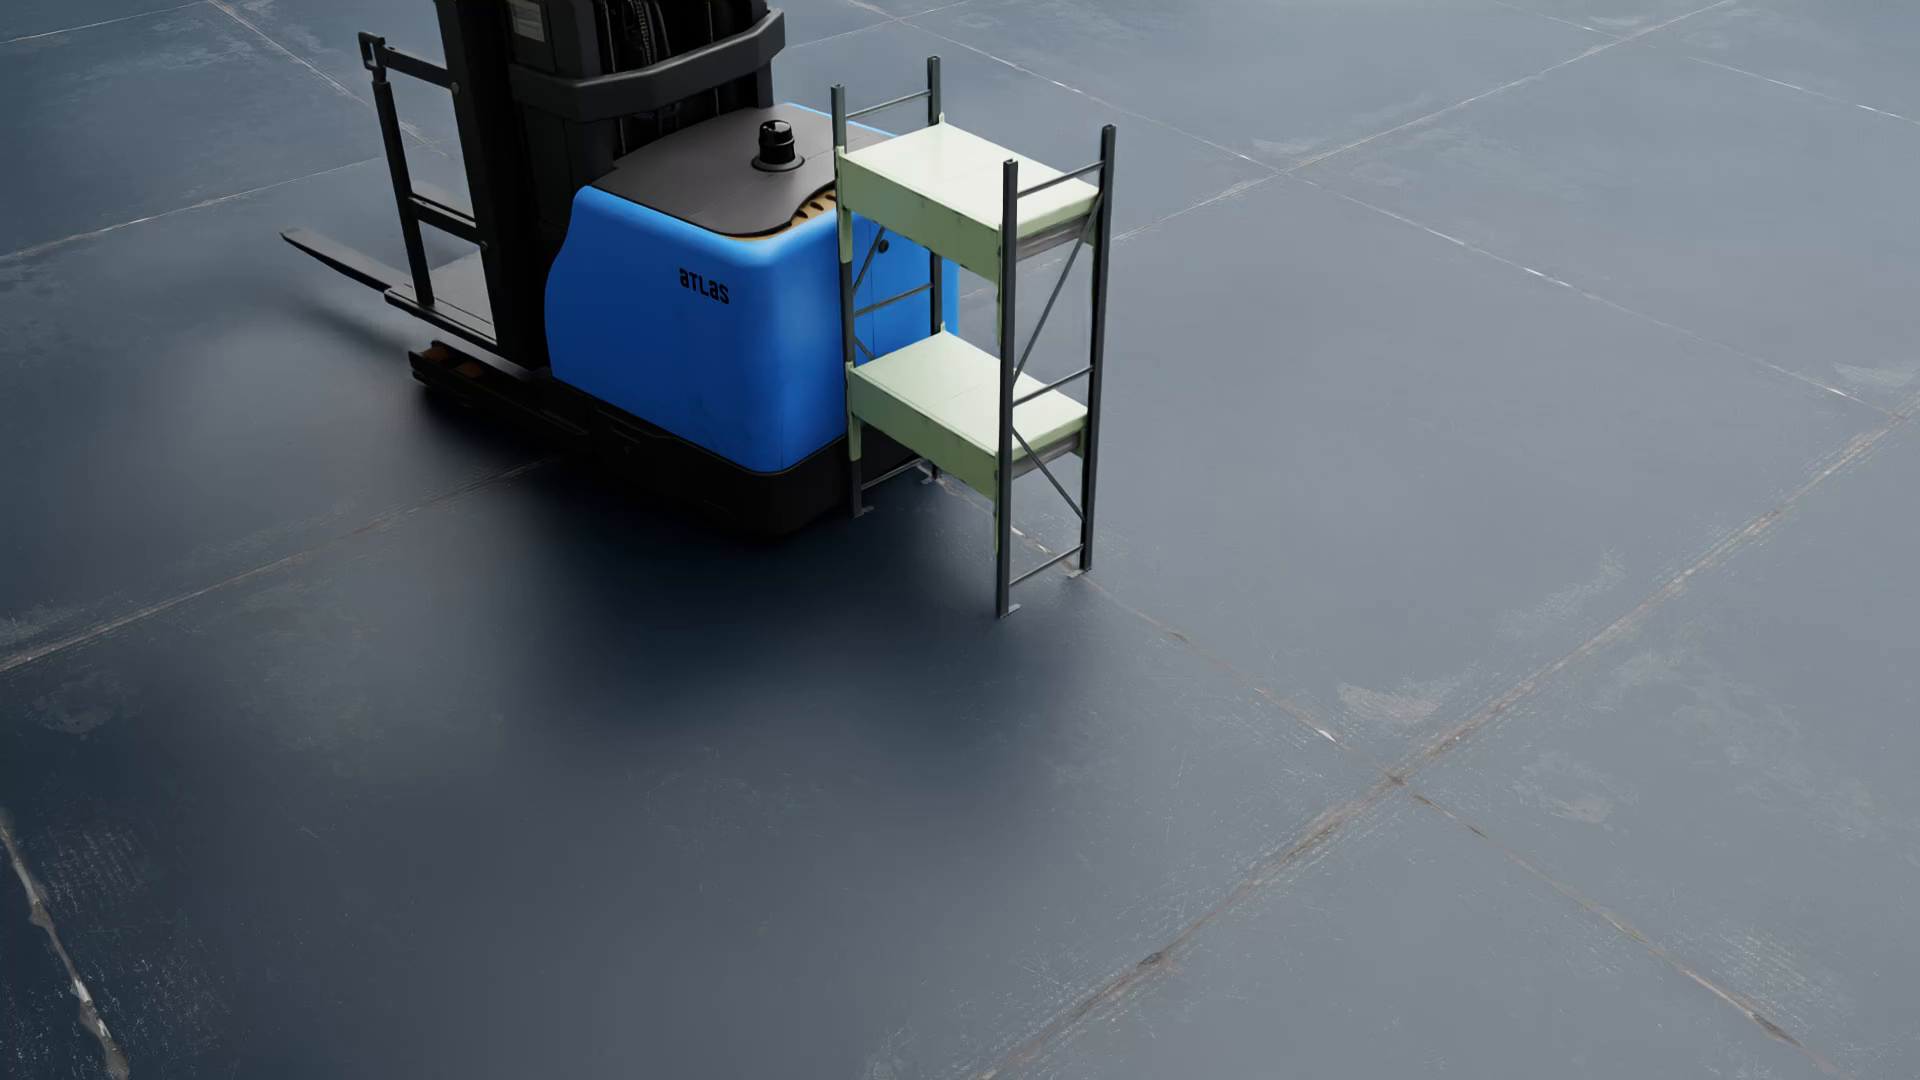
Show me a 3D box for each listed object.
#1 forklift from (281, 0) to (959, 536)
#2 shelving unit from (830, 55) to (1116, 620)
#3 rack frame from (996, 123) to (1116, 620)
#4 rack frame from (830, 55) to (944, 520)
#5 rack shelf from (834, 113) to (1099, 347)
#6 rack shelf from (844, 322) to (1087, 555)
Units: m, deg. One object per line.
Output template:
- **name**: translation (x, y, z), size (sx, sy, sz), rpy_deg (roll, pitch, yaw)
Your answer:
- **forklift**: translation (-1.456, -1.907, 5.686), size (3.031, 2.935, 1.130), rpy_deg (25, 42, 31)
- **shelving unit**: translation (0.027, -0.604, 5.085), size (0.431, 1.500, 0.755), rpy_deg (-27, 43, -33)
- **rack frame**: translation (0.269, -0.445, 4.861), size (0.400, 1.500, 0.023), rpy_deg (-27, 43, -33)
- **rack frame**: translation (-0.215, -0.763, 5.309), size (0.400, 1.500, 0.023), rpy_deg (-27, 43, -33)
- **rack shelf**: translation (0.027, -0.922, 4.860), size (0.431, 0.370, 0.720), rpy_deg (-27, 43, -33)
- **rack shelf**: translation (0.027, -0.338, 5.274), size (0.431, 0.370, 0.720), rpy_deg (-27, 43, -33)
